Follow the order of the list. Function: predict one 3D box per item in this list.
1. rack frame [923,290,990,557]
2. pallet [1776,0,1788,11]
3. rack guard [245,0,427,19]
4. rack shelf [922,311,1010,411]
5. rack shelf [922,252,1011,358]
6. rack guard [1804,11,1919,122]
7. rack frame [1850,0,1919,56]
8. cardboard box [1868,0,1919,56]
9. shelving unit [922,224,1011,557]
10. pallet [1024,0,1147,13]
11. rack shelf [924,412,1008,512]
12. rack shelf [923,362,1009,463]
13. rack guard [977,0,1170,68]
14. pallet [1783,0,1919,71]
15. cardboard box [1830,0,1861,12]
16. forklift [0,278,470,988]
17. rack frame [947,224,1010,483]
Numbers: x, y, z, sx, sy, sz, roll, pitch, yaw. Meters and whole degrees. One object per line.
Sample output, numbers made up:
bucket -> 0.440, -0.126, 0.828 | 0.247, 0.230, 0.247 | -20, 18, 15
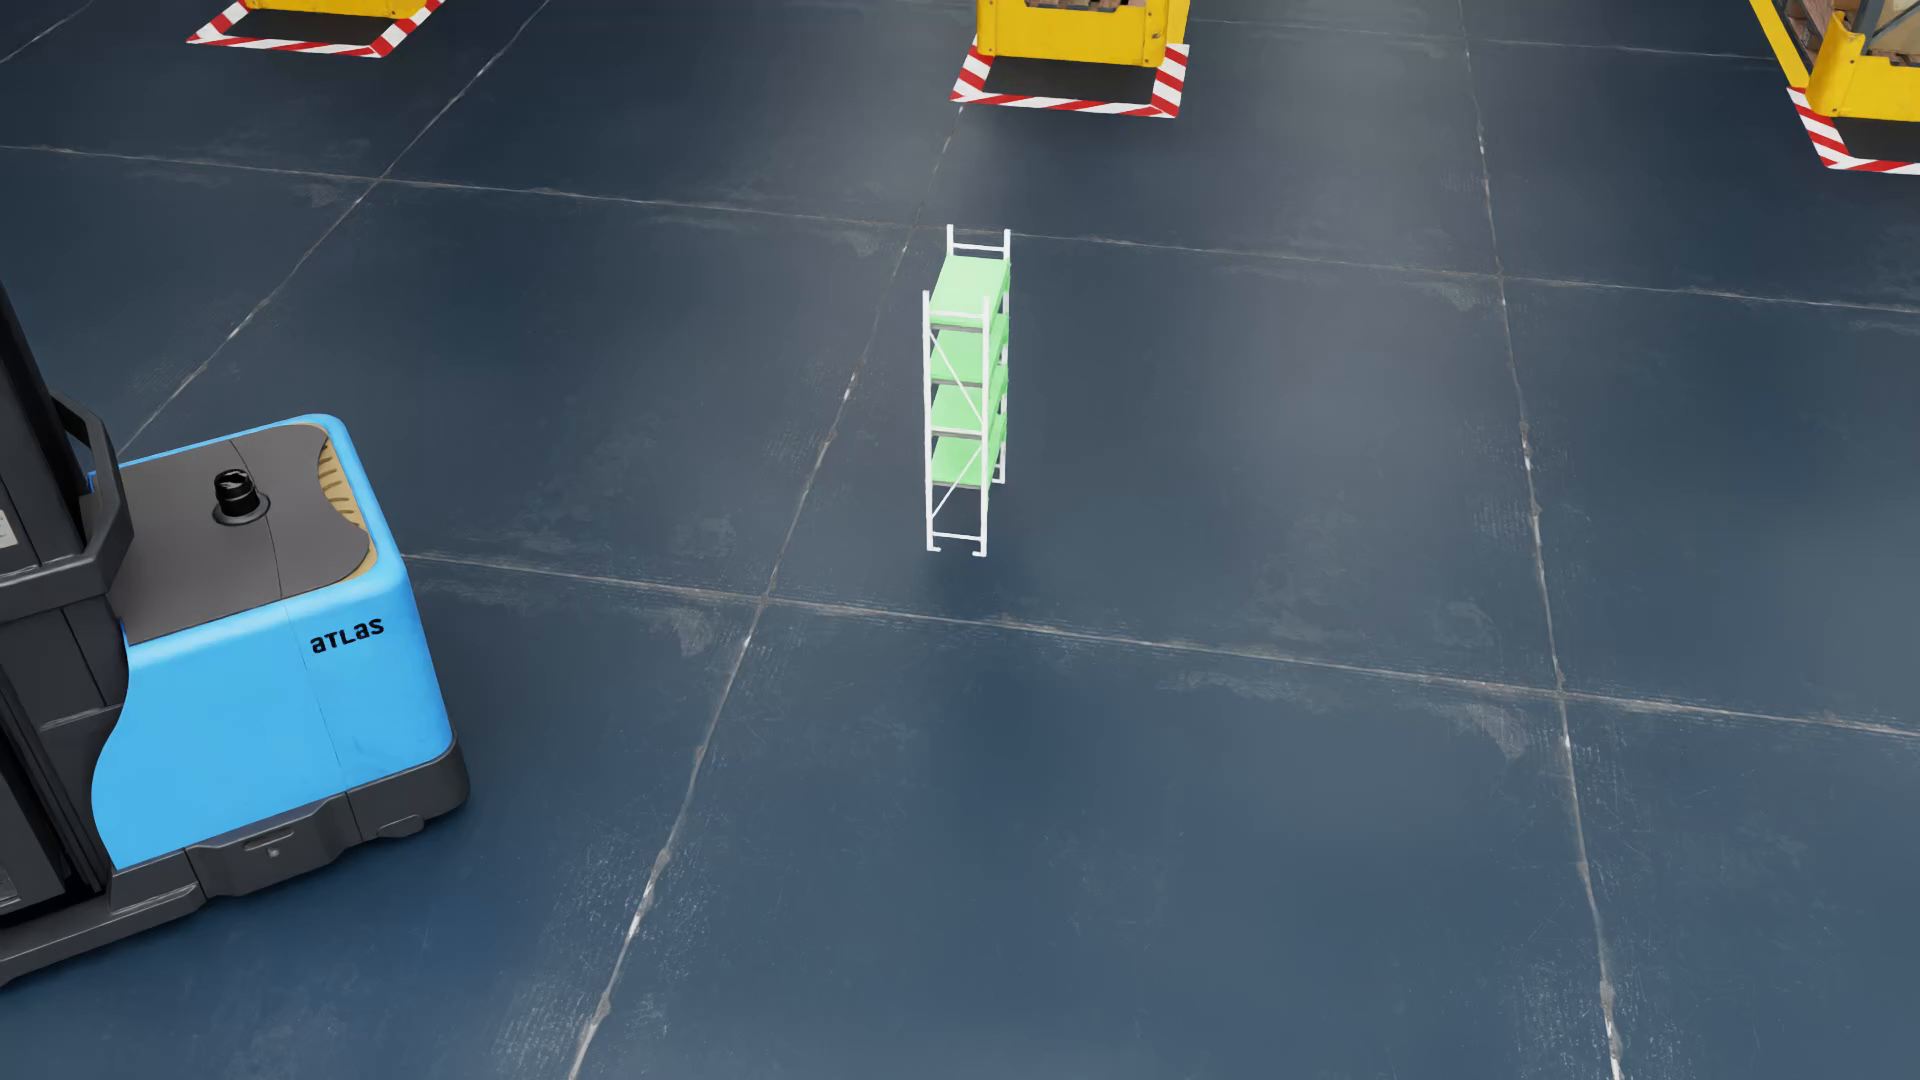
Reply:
rack frame -> -0.014, -0.413, 6.308 | 0.240, 1.200, 0.015 | 6, 40, 8
pallet -> 6.015, -3.888, 11.287 | 1.003, 0.211, 1.213 | 6, 40, 8
rack guard -> -4.148, -3.762, 10.907 | 1.175, 0.500, 0.348 | 6, 40, 8
rack shelf -> 0.029, -0.702, 6.381 | 0.258, 0.148, 0.480 | 6, 40, 8
rack shelf -> 0.029, -0.887, 6.228 | 0.258, 0.148, 0.480 | 6, 40, 8
rack guard -> 5.626, -2.730, 9.659 | 1.175, 0.500, 0.348 | 6, 40, 8
rack frame -> 5.613, -3.645, 8.805 | 1.000, 3.000, 0.127 | 6, 40, 8
cardboard box -> 5.737, -3.234, 9.940 | 0.500, 0.500, 0.500 | 14, 41, 16
shelving unit -> 0.029, -0.566, 6.493 | 0.258, 1.200, 0.503 | 6, 40, 8
pallet -> 0.847, -3.679, 11.034 | 1.003, 0.211, 1.213 | 6, 40, 8
rack shelf -> 0.029, -0.332, 6.687 | 0.258, 0.148, 0.480 | 6, 40, 8
rack shelf -> 0.029, -0.517, 6.534 | 0.258, 0.148, 0.480 | 6, 40, 8
rack guard -> 0.701, -3.281, 10.326 | 1.175, 0.500, 0.348 | 6, 40, 8
pallet -> 5.801, -3.124, 10.363 | 1.003, 0.211, 1.213 | 6, 40, 8
cardboard box -> 5.807, -3.613, 10.398 | 0.500, 0.500, 0.500 | 17, 42, 19
forklift -> -3.200, -0.037, 4.495 | 3.031, 2.935, 1.130 | -19, 43, -21
rack frame -> 0.071, -0.719, 6.679 | 0.240, 1.200, 0.015 | 6, 40, 8
